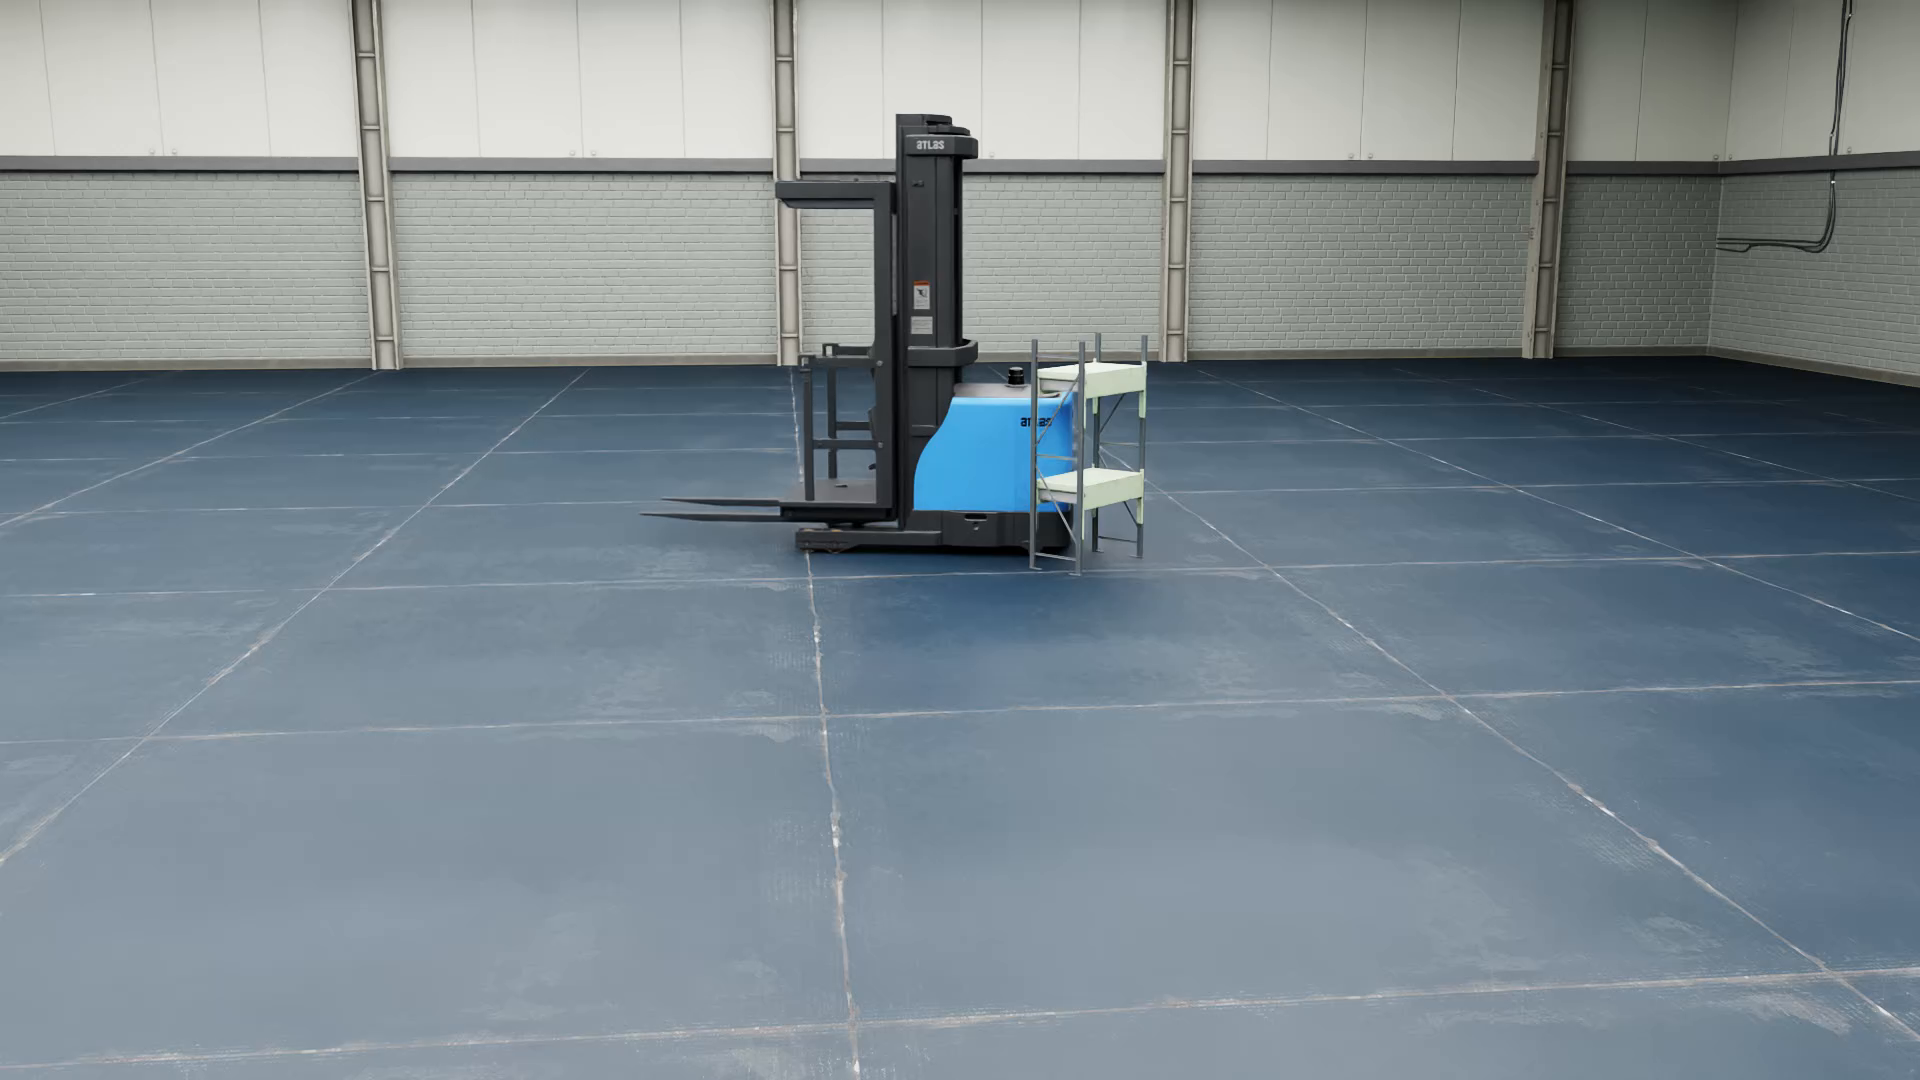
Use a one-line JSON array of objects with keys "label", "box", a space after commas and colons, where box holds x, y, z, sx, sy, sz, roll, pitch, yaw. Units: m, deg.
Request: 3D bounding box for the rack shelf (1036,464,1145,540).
[{"label": "rack shelf", "box": [0.847, -0.262, 11.001, 0.431, 0.370, 0.720, 9, 14, 37]}]

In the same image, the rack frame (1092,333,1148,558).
[{"label": "rack frame", "box": [1.074, -0.637, 11.220, 0.400, 1.500, 0.023, 9, 14, 37]}]

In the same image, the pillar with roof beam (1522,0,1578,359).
[{"label": "pillar with roof beam", "box": [9.783, -6.536, 21.785, 0.400, 9.000, 9.100, -1, 11, -6]}]

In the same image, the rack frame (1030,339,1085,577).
[{"label": "rack frame", "box": [0.620, -0.526, 10.656, 0.400, 1.500, 0.023, 9, 14, 37]}]

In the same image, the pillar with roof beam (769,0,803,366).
[{"label": "pillar with roof beam", "box": [-2.147, -6.286, 20.513, 0.400, 9.000, 9.100, -1, 11, -6]}]

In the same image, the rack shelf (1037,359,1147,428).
[{"label": "rack shelf", "box": [0.847, -0.964, 10.863, 0.431, 0.370, 0.720, 9, 14, 37]}]

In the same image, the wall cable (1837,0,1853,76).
[{"label": "wall cable", "box": [12.682, -7.605, 22.180, 0.112, 2.526, 3.097, -1, 11, -6]}]

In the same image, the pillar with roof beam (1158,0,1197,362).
[{"label": "pillar with roof beam", "box": [3.818, -6.411, 21.149, 0.400, 9.000, 9.100, -1, 11, -6]}]

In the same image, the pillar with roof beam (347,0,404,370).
[{"label": "pillar with roof beam", "box": [-8.112, -6.161, 19.878, 0.400, 9.000, 9.100, -1, 11, -6]}]

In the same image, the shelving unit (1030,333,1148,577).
[{"label": "shelving unit", "box": [0.847, -0.582, 10.938, 0.431, 1.500, 0.755, 9, 14, 37]}]

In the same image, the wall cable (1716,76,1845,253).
[{"label": "wall cable", "box": [12.390, -5.645, 25.306, 0.112, 2.526, 3.097, -1, 11, -6]}]

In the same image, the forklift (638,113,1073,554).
[{"label": "forklift", "box": [-0.721, -1.445, 11.619, 3.031, 2.935, 1.130, 1, 11, 5]}]
